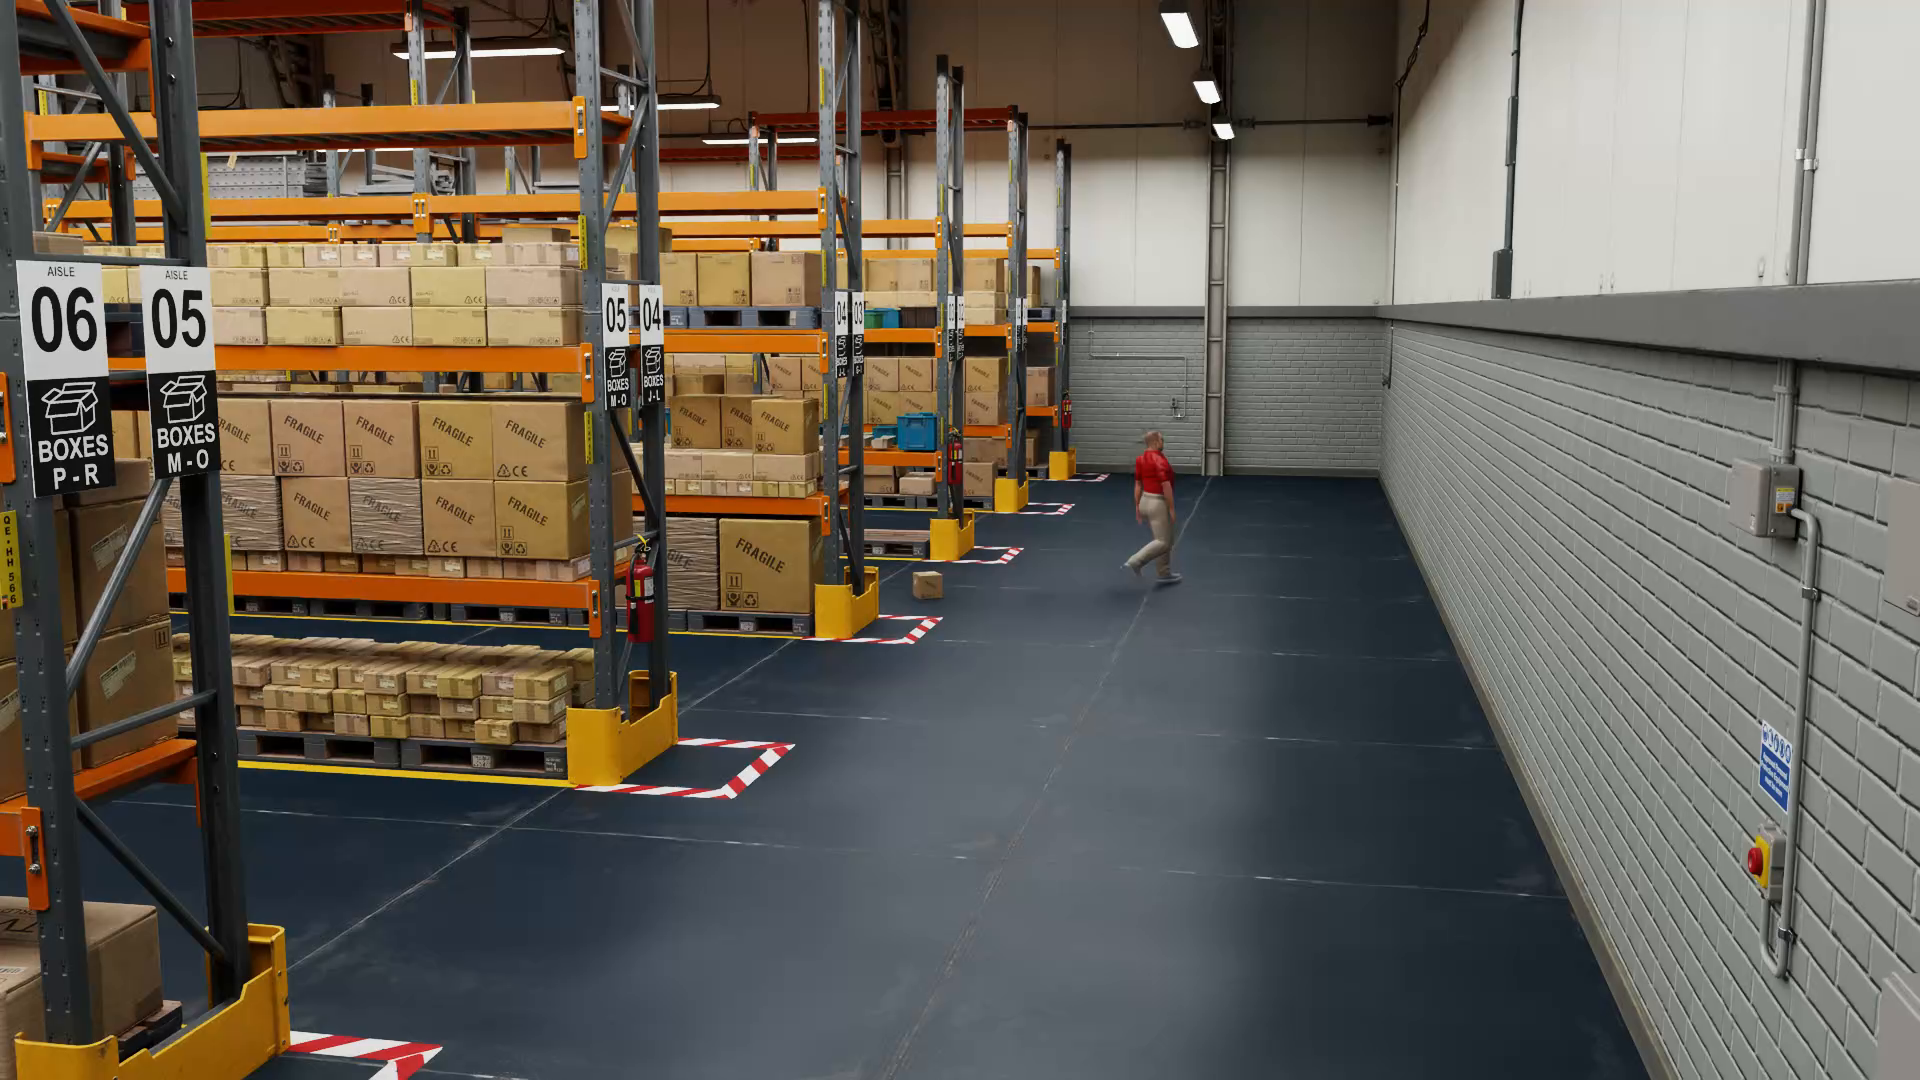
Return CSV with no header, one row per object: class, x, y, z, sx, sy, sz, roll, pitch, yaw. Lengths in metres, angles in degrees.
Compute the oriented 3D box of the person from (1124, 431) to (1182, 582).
person,2.143,-0.354,18.286,0.865,1.689,0.545,-4,9,-27
